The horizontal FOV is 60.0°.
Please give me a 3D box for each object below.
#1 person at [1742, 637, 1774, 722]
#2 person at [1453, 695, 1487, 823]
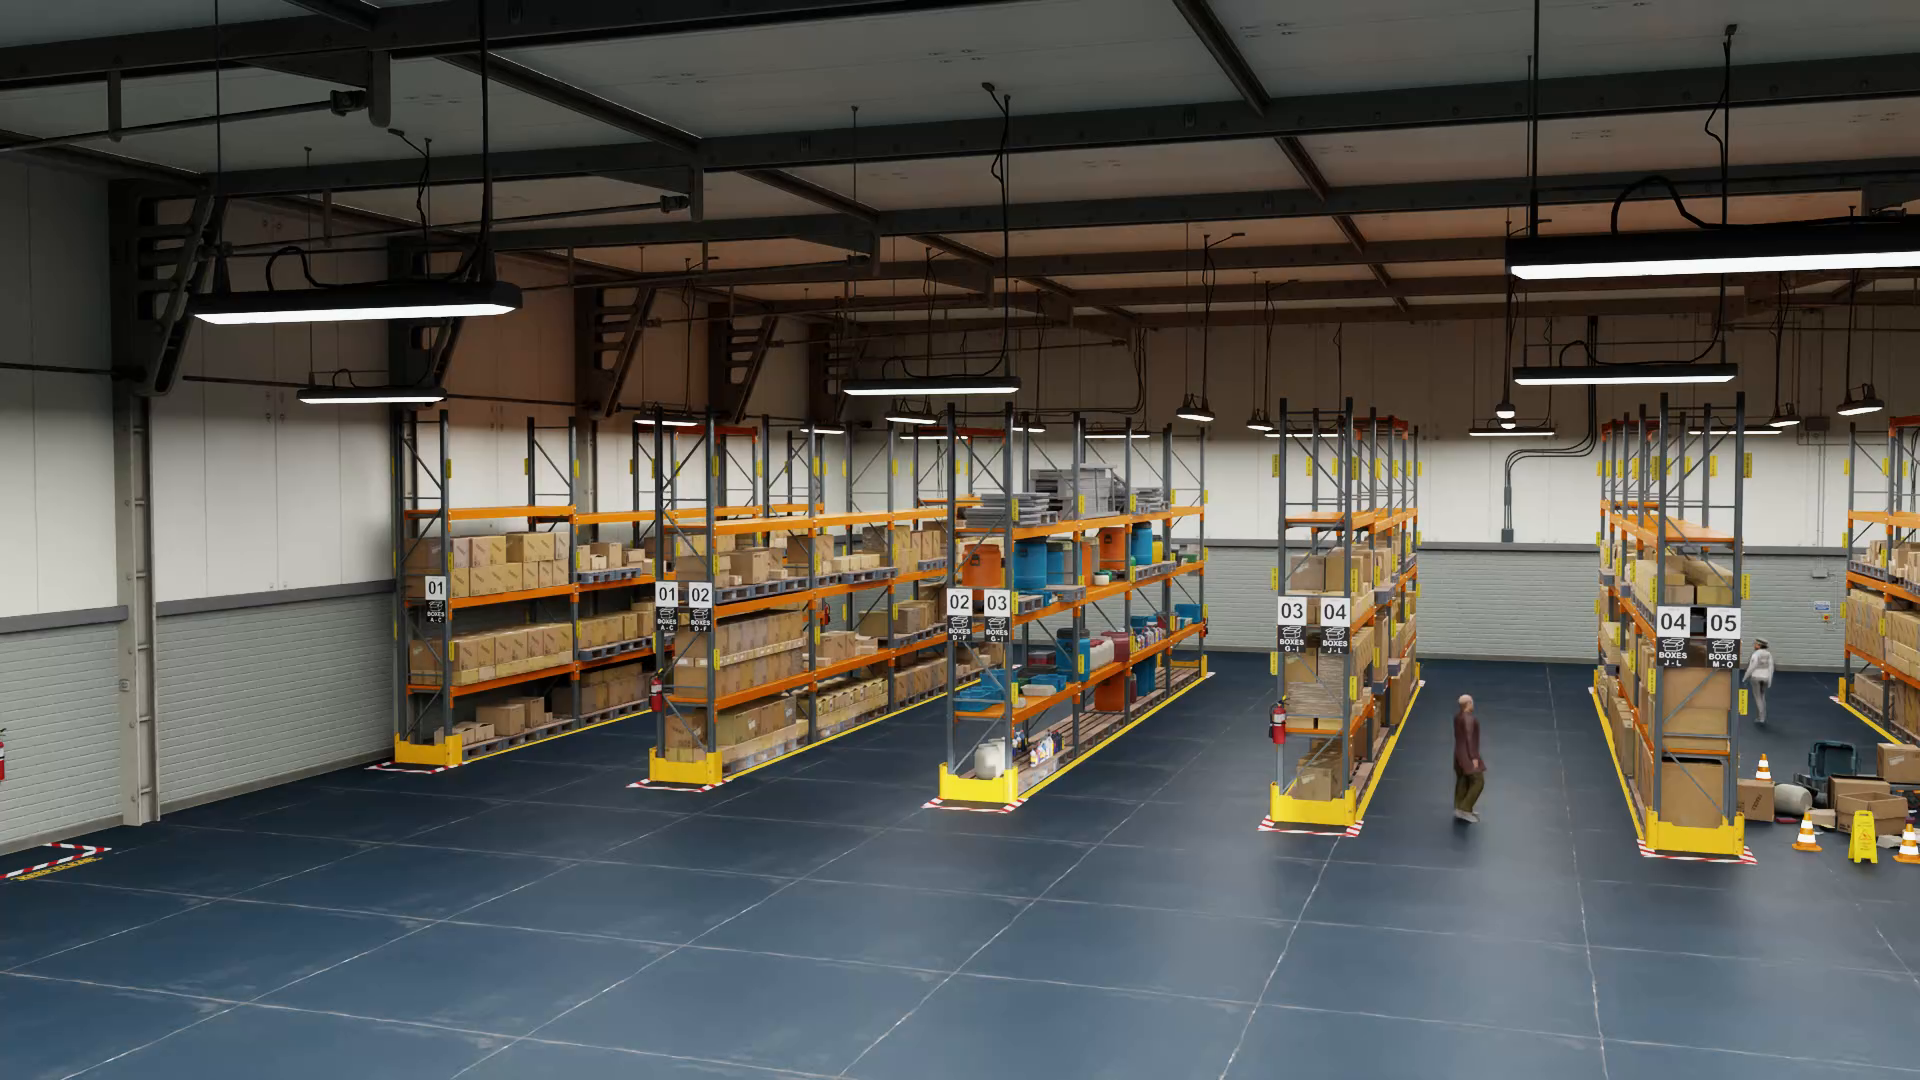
[{"bbox_3d":[15.711,2.761,32.694,0.555,1.720,0.643,0,2,4],"label":"person"},{"bbox_3d":[7.230,3.090,23.668,0.445,1.779,0.672,0,2,-2],"label":"person"}]
